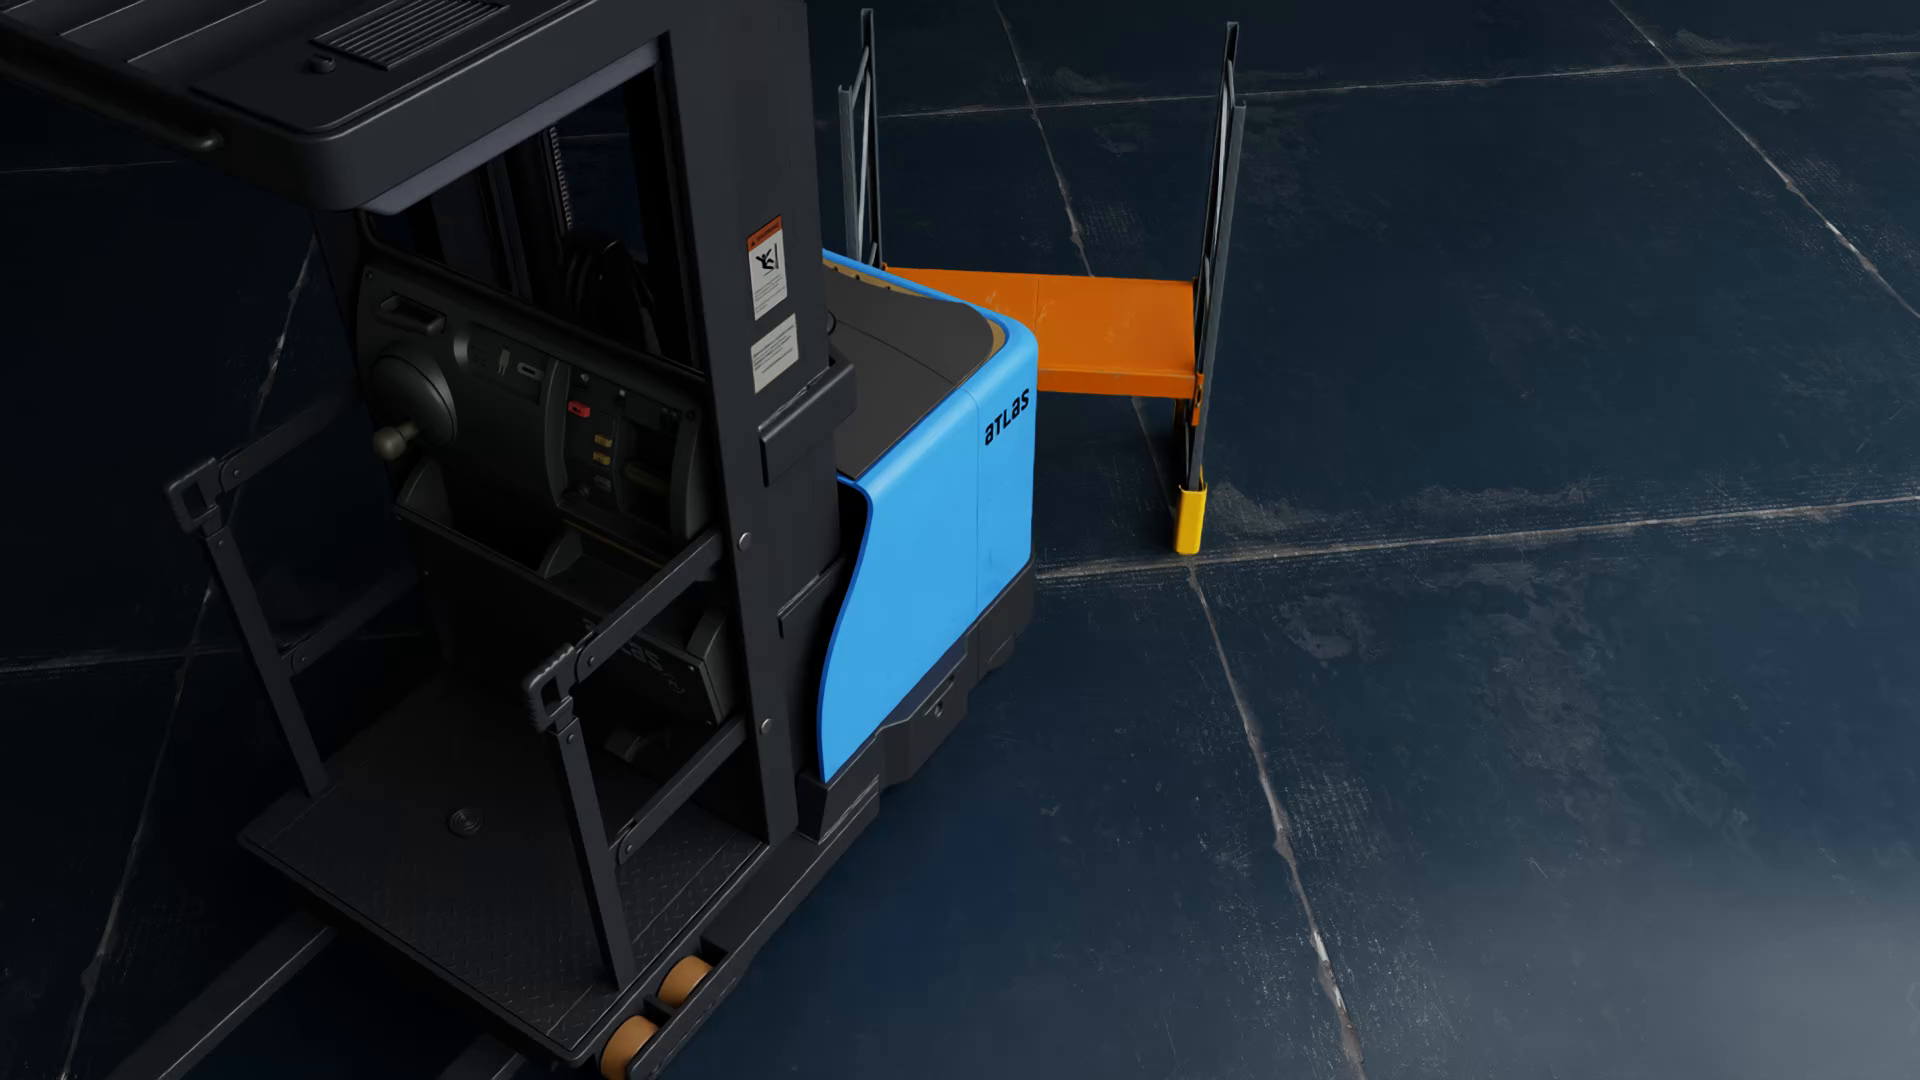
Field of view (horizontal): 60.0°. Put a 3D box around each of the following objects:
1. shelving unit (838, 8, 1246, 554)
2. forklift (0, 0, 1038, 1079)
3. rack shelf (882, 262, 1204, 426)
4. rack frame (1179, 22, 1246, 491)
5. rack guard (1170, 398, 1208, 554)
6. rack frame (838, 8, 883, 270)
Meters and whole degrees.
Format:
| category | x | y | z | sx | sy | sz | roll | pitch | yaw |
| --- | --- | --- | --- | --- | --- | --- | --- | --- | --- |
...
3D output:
| category | x | y | z | sx | sy | sz | roll | pitch | yaw |
| --- | --- | --- | --- | --- | --- | --- | --- | --- | --- |
| shelving unit | 0.235 | -0.738 | 4.949 | 1.083 | 1.500 | 0.587 | 3 | 42 | 4 |
| forklift | -1.009 | -0.187 | 3.269 | 1.130 | 2.935 | 3.031 | 24 | 47 | 24 |
| rack shelf | 0.226 | -0.605 | 5.070 | 1.000 | 0.185 | 0.538 | 3 | 42 | 4 |
| rack frame | 0.733 | -0.710 | 4.917 | 0.032 | 1.500 | 0.500 | 3 | 42 | 4 |
| rack guard | 0.732 | -0.246 | 5.336 | 0.087 | 0.250 | 0.587 | 3 | 42 | 4 |
| rack frame | -0.280 | -0.767 | 4.981 | 0.032 | 1.500 | 0.500 | 3 | 42 | 4 |
